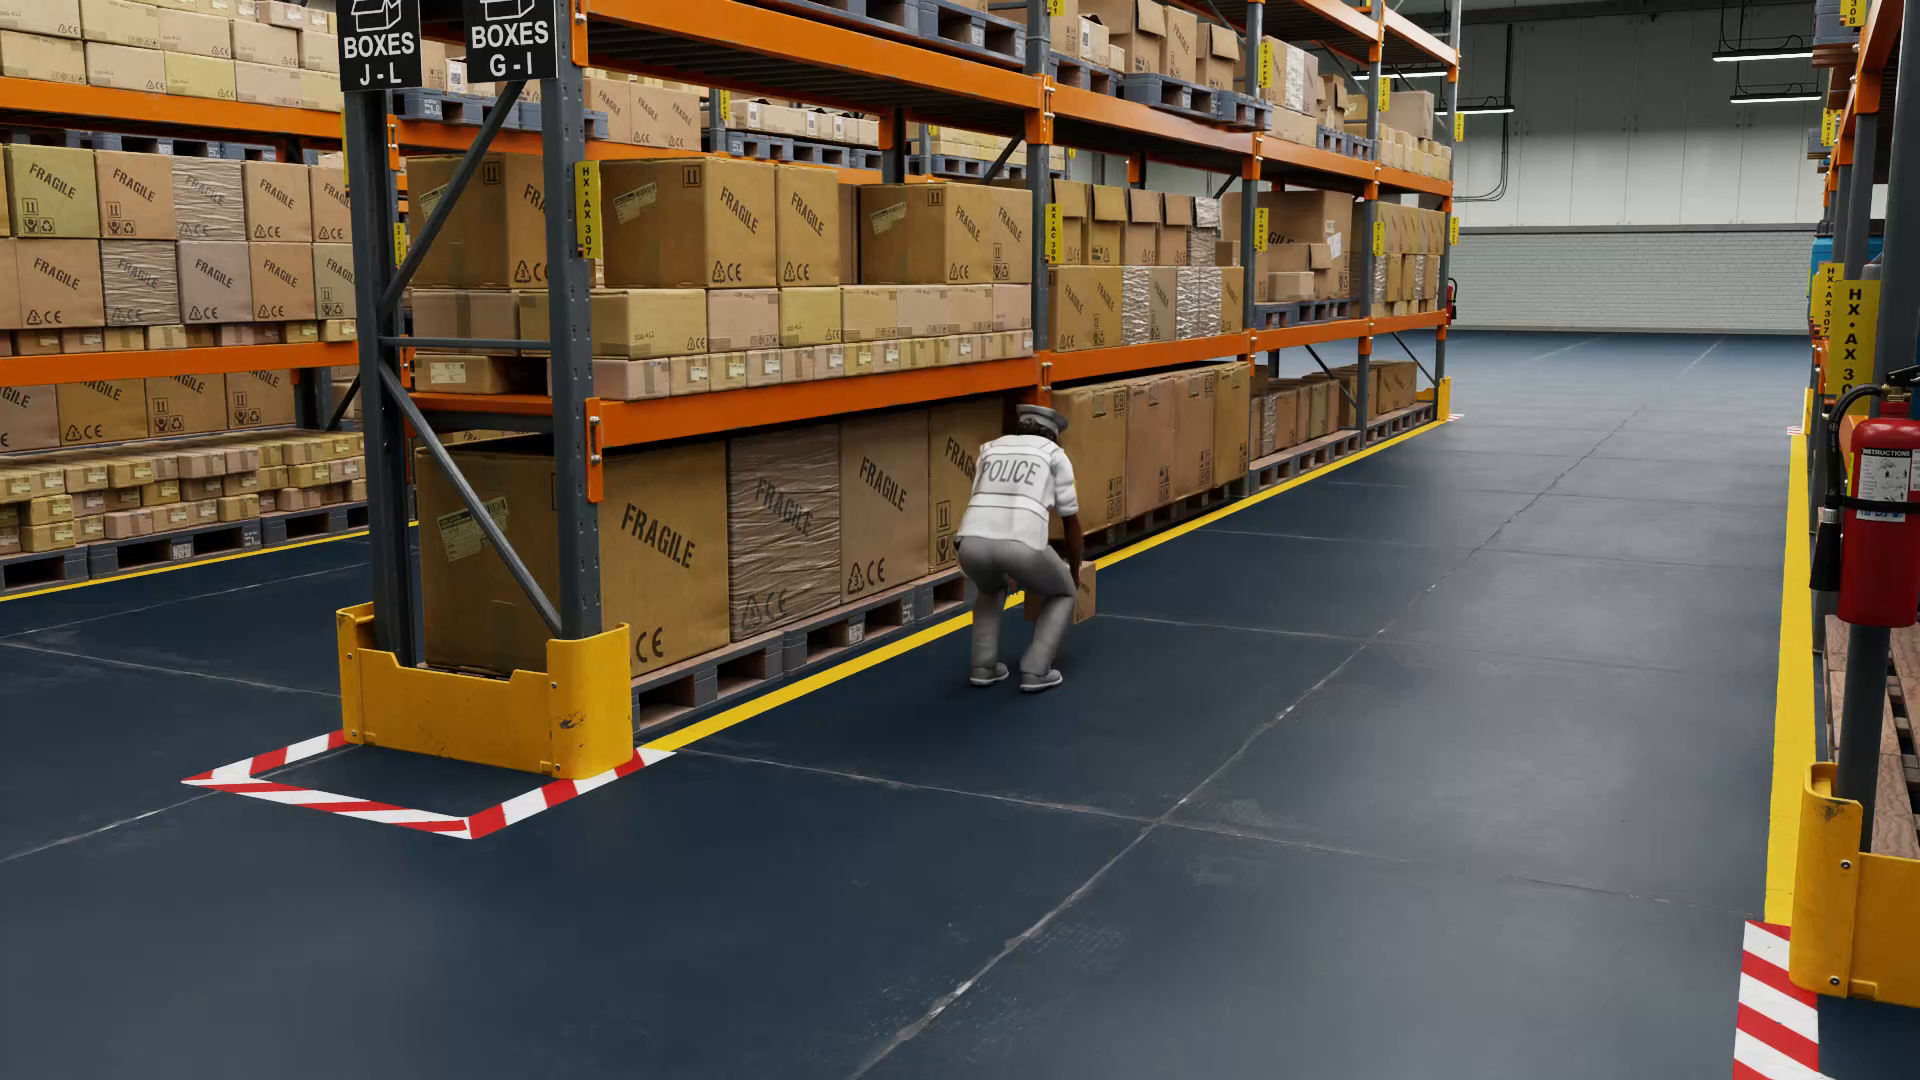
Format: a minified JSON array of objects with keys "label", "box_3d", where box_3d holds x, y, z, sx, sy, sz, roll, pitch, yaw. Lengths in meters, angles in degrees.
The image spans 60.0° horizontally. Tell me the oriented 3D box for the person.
[{"label":"person","box_3d":[0.248,0.024,7.213,0.500,1.195,0.797,5,10,26]}]
